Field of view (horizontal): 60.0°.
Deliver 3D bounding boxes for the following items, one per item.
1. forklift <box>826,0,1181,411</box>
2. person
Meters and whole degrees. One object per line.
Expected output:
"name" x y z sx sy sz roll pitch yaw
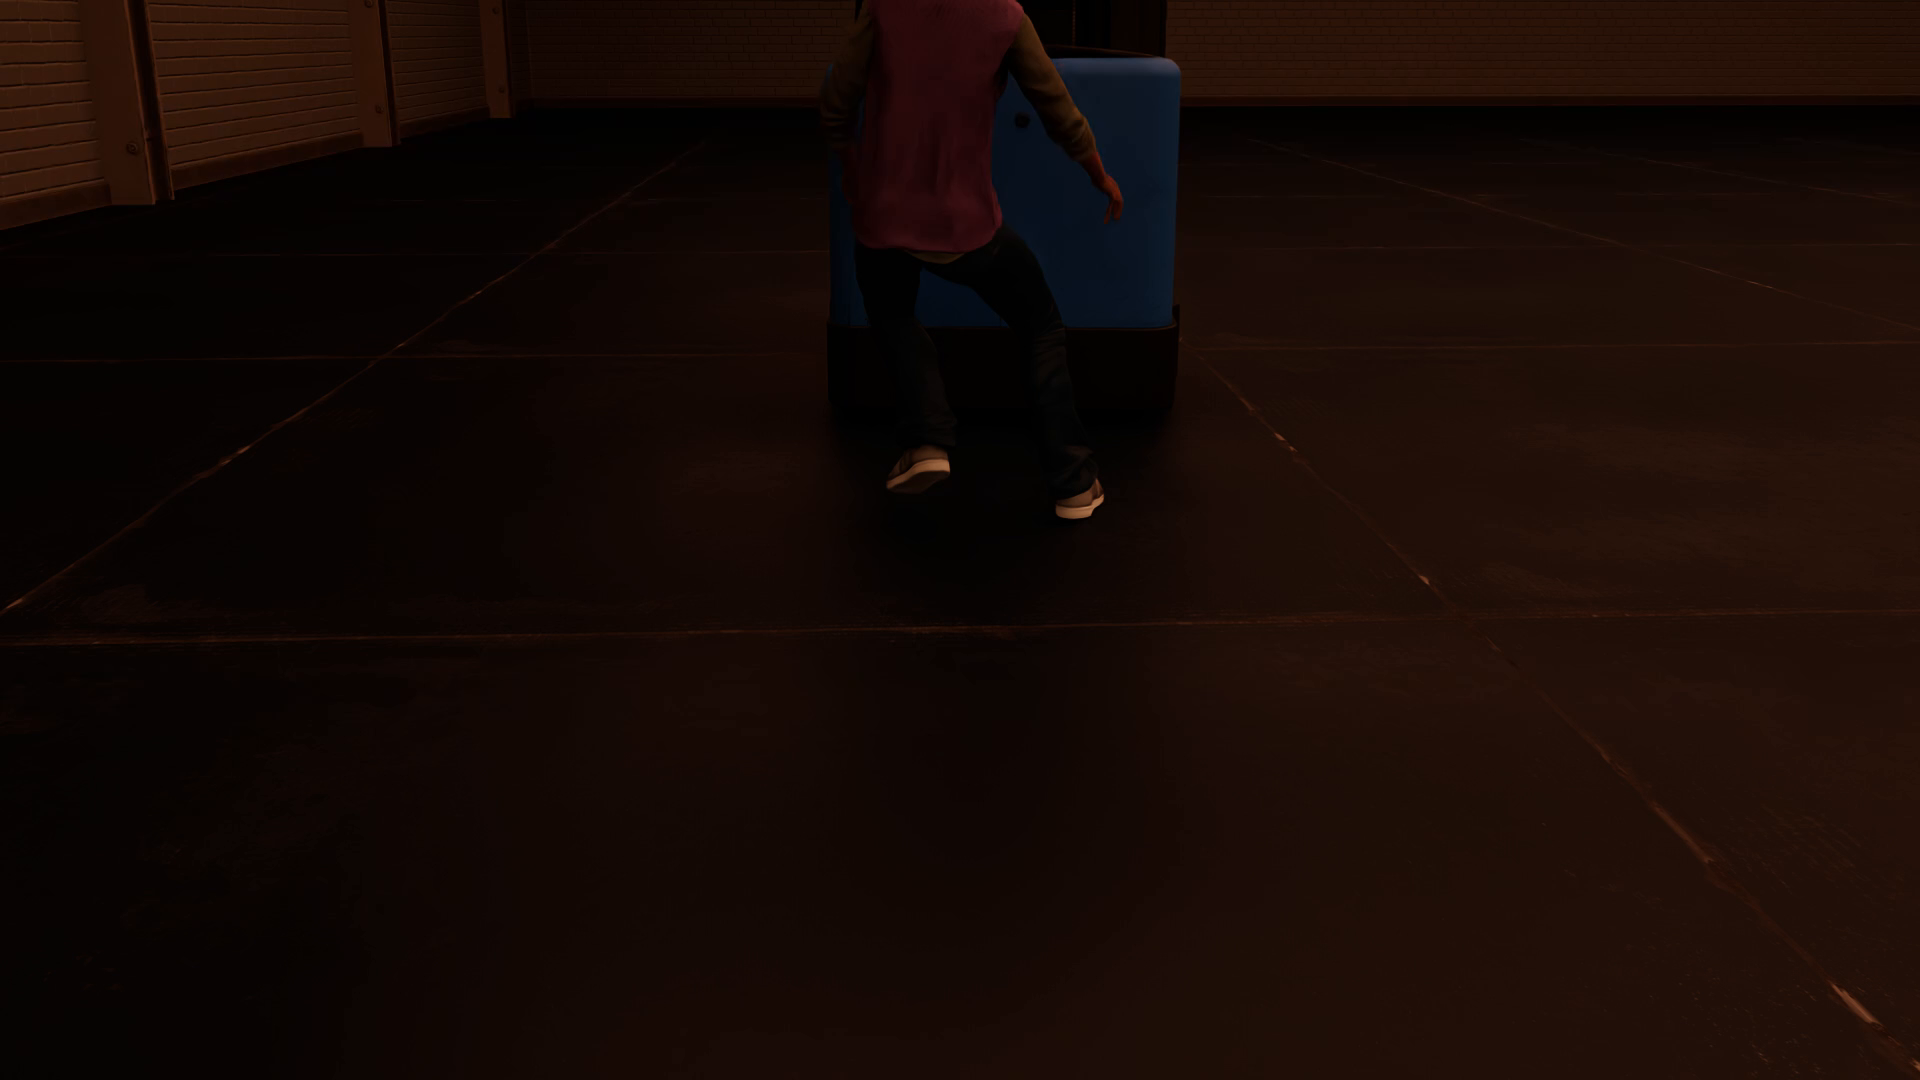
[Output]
"forklift" 0.189 -2.168 5.995 1.130 2.935 3.031 1 17 3
"person" 0.024 -0.771 3.892 0.669 1.480 0.517 4 17 11
